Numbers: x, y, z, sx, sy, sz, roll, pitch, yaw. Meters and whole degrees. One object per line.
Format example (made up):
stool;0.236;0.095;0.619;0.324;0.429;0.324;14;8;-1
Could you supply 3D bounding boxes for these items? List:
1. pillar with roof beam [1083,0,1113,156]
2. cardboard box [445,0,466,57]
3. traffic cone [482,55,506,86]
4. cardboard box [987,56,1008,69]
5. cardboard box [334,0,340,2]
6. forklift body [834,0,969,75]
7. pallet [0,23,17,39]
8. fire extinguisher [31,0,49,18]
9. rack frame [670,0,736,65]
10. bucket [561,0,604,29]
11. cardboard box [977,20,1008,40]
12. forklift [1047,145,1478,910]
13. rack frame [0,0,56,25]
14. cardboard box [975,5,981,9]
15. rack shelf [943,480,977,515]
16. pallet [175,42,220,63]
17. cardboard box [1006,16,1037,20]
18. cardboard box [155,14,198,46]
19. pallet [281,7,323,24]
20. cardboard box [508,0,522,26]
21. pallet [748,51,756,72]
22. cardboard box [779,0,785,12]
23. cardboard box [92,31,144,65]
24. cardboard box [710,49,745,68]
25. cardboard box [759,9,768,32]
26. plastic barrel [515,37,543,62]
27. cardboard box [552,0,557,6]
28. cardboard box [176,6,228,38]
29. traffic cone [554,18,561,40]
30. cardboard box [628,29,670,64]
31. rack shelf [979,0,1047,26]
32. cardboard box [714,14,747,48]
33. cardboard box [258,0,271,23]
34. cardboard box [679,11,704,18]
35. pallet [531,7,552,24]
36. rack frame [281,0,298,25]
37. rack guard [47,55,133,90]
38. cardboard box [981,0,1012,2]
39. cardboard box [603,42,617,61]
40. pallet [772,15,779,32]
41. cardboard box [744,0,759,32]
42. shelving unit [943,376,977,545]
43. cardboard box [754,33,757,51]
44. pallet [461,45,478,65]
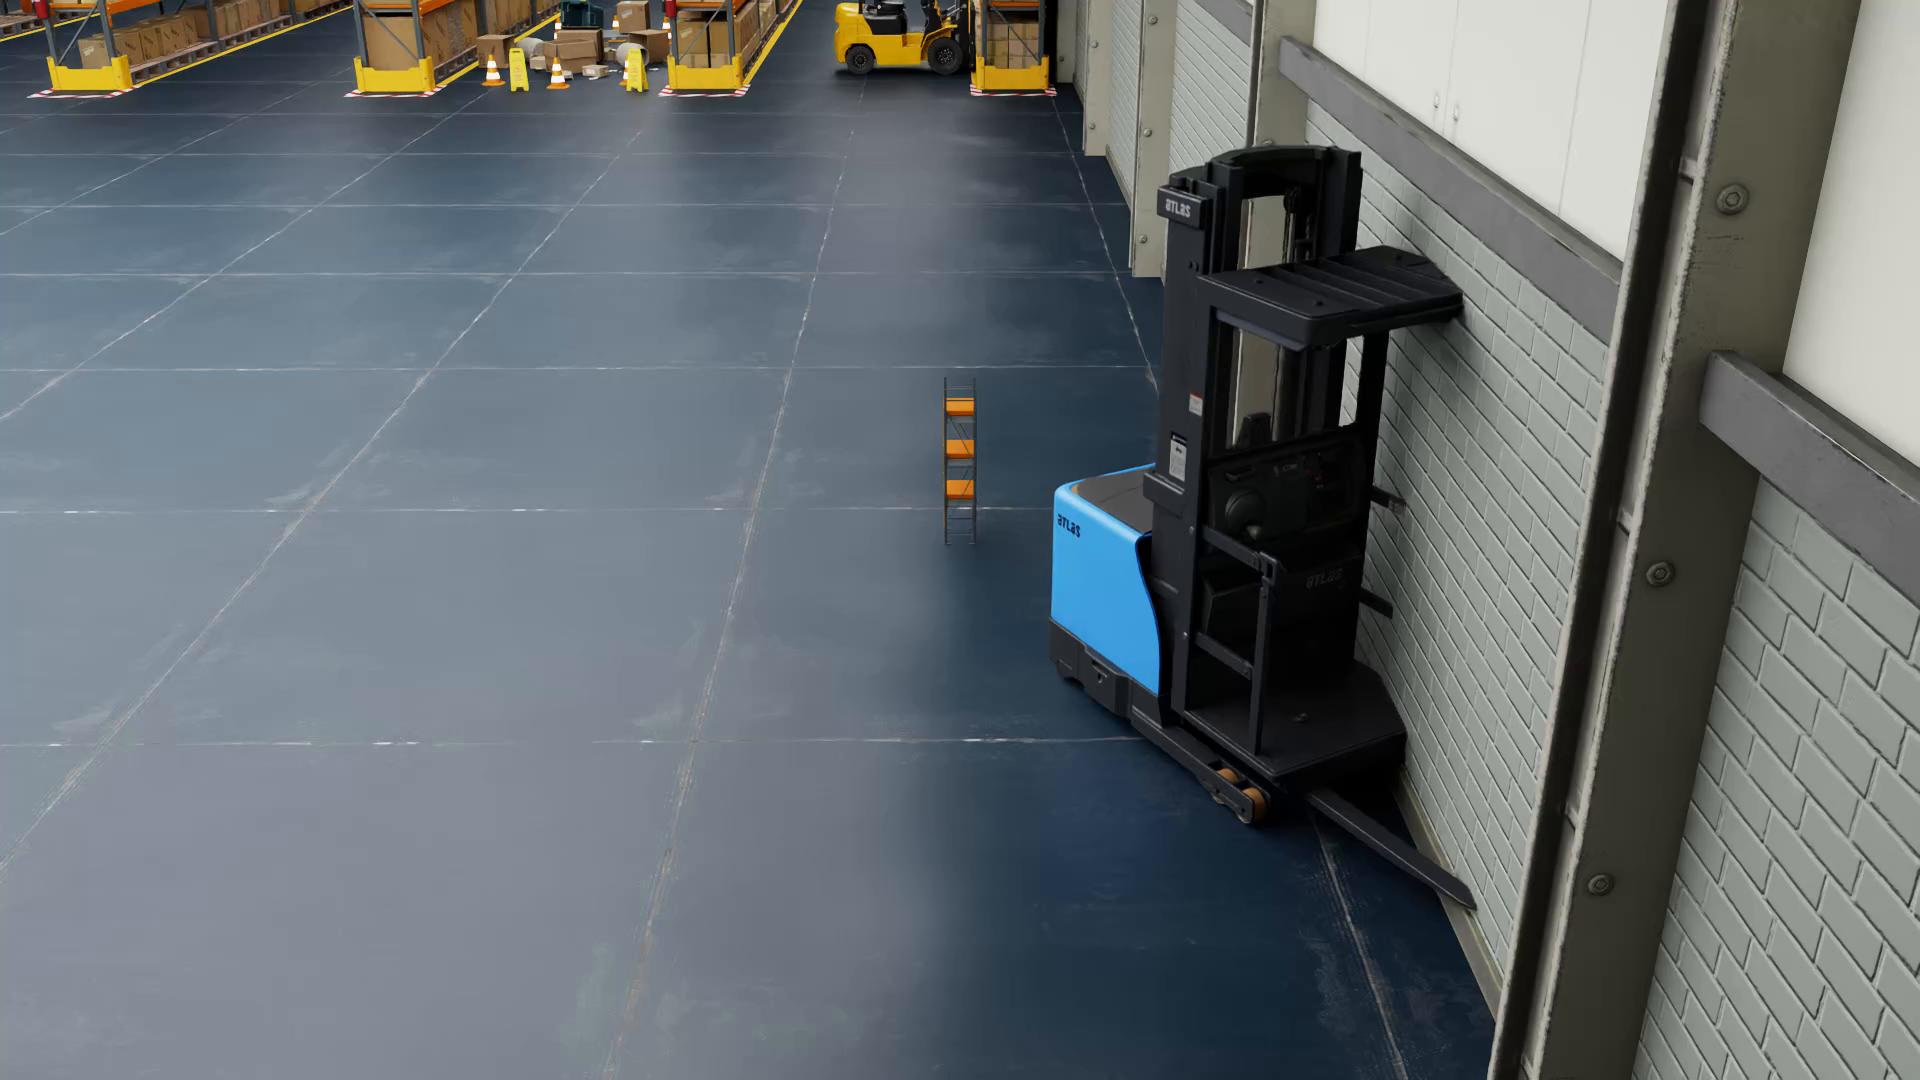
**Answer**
pillar with roof beam;-2.499;-9.250;20.282;9.100;9.000;0.400;0;24;-1
cardboard box;-9.159;-8.870;28.791;0.875;0.875;0.875;0;24;0
traffic cone;-7.652;-7.699;27.211;0.336;0.463;0.334;0;24;-1
cardboard box;0.525;-7.848;27.289;0.500;0.250;0.500;0;24;0
cardboard box;-14.120;-12.185;36.120;1.225;0.875;0.875;-1;24;-2
forklift body;-0.999;-9.104;28.269;2.313;2.155;1.214;0;24;-1
pallet;-19.086;-9.832;32.232;1.003;0.211;1.213;0;24;-1
fire extinguisher;-14.486;-8.564;26.140;0.296;0.674;0.183;0;24;-1
rack frame;-4.117;-8.693;26.331;1.000;3.000;0.127;0;24;-1
bucket;-6.803;-9.433;30.095;0.726;0.611;0.620;8;16;18
cardboard box;0.529;-8.300;27.075;0.500;0.250;0.500;1;24;1
forklift;1.654;-0.220;7.680;1.130;2.935;3.031;-13;28;-27
rack frame;-19.067;-11.923;33.472;1.000;3.000;0.127;0;24;-1
cardboard box;0.506;-9.143;28.940;0.500;0.250;0.500;1;24;1
rack shelf;-0.001;-0.238;10.701;0.215;0.259;0.240;0;24;-1
pallet;-14.028;-8.750;29.840;1.003;0.211;1.213;0;24;-1
cardboard box;1.021;-8.516;27.553;0.500;0.250;0.500;0;24;0
cardboard box;-14.106;-9.184;29.941;0.500;0.500;0.500;-1;24;-2
pallet;-14.047;-11.000;34.815;1.003;0.211;1.213;0;24;-1
cardboard box;-9.223;-10.481;32.504;1.050;0.750;0.750;0;24;0
pallet;-4.102;-8.291;28.825;1.003;0.211;1.213;0;24;-1
cardboard box;-4.129;-11.498;34.602;0.875;0.875;0.875;0;24;-1
cardboard box;-14.057;-8.205;27.775;0.500;0.500;0.500;6;25;13
cardboard box;-3.849;-7.966;27.549;0.500;0.250;0.500;0;24;-1
cardboard box;-4.180;-9.848;31.564;0.950;0.372;0.625;1;24;3
plastic barrel;-7.563;-8.643;29.347;0.512;0.421;0.421;19;30;35
cardboard box;-8.925;-11.690;35.480;0.500;0.500;0.500;-1;24;-2
cardboard box;-14.055;-9.612;30.861;0.700;0.500;0.500;-2;24;-5
traffic cone;-7.614;-9.681;31.594;0.336;0.463;0.334;0;24;-1
cardboard box;-5.510;-8.756;29.501;0.500;0.500;0.500;19;30;35
rack shelf;0.824;-9.214;28.355;1.077;0.370;4.000;0;24;-1
cardboard box;-3.860;-8.532;27.893;0.500;0.500;0.500;-1;24;-3
cardboard box;-14.068;-10.502;32.831;0.700;0.500;0.500;-2;24;-5
cardboard box;-4.458;-8.749;27.584;0.380;0.149;0.250;0;24;1
pallet;-9.160;-10.977;34.766;1.003;0.211;1.213;0;24;-1
rack frame;-14.114;-11.945;33.522;1.000;3.000;0.127;0;24;-1
rack guard;-14.027;-7.541;26.817;1.175;0.500;0.348;0;24;-1
cardboard box;0.578;-8.964;26.809;0.500;0.500;0.500;-1;24;-2
cardboard box;-6.298;-8.751;29.776;0.258;0.266;0.396;-19;31;-36
pallet;-4.197;-10.397;33.483;1.003;0.211;1.213;0;24;-1
cardboard box;-3.886;-9.379;29.765;0.500;0.500;0.500;-1;24;-1
shelving unit;-0.001;-0.500;10.582;0.215;1.050;0.252;0;24;-1
cardboard box;-3.870;-8.818;29.435;0.500;0.250;0.500;-1;24;-2
pallet;-9.179;-8.693;29.716;1.003;0.211;1.213;0;24;-1
